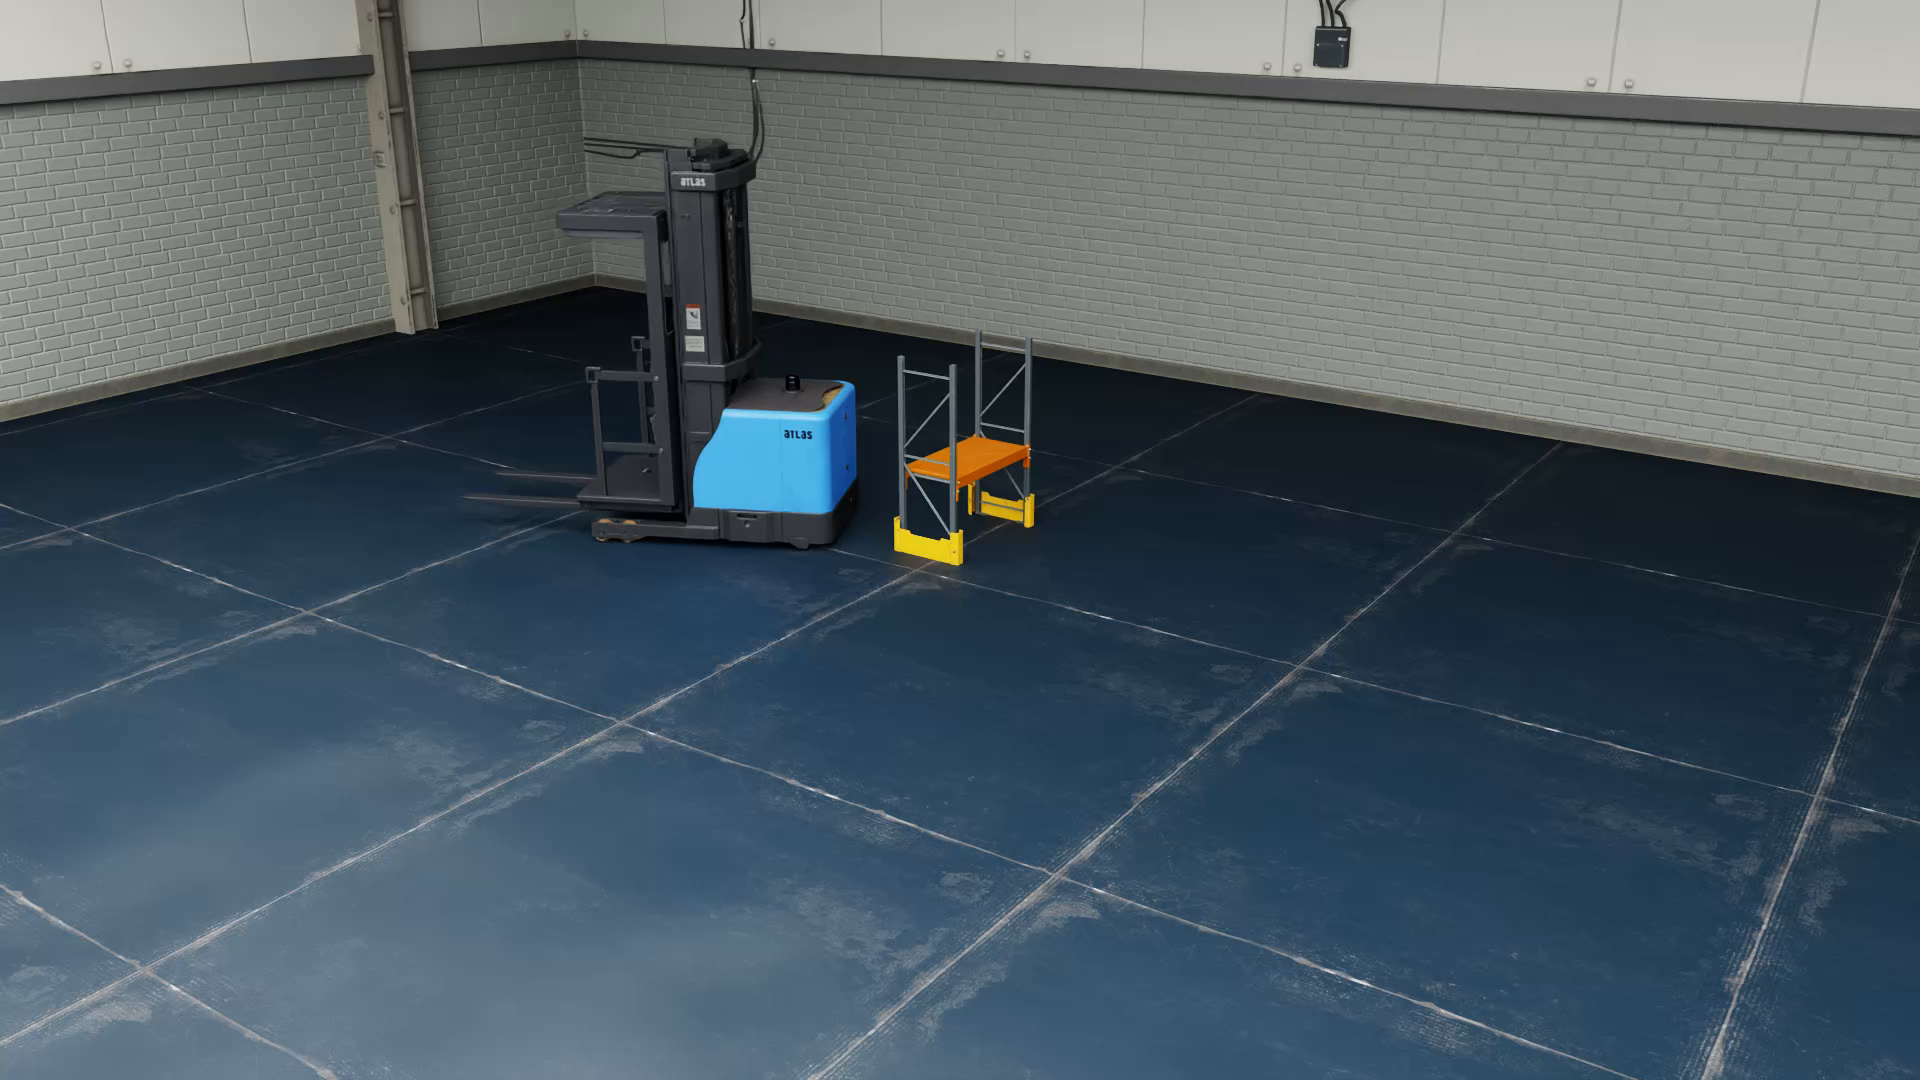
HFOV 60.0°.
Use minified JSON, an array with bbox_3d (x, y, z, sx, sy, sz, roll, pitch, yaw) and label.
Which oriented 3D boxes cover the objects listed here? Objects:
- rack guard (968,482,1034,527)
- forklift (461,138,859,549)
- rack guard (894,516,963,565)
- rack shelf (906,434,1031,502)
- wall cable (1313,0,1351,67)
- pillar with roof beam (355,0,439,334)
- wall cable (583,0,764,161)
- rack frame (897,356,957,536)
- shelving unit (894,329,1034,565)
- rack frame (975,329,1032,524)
[{"bbox_3d":[0.323,-0.282,13.167,0.587,0.250,0.087,13,24,32],"label":"rack guard"},{"bbox_3d":[-2.371,-1.532,12.683,3.031,2.935,1.130,3,21,9],"label":"forklift"},{"bbox_3d":[-0.237,0.004,12.394,0.587,0.250,0.087,13,24,32],"label":"rack guard"},{"bbox_3d":[0.048,-0.559,12.633,0.538,0.185,1.000,13,24,32],"label":"rack shelf"},{"bbox_3d":[4.251,-7.005,13.829,2.305,6.003,0.169,13,24,32],"label":"wall cable"},{"bbox_3d":[-2.781,-5.839,15.579,9.100,9.000,0.400,13,24,32],"label":"pillar with roof beam"},{"bbox_3d":[-3.591,-5.810,19.976,3.097,2.526,0.112,13,24,32],"label":"wall cable"},{"bbox_3d":[-0.238,-0.582,12.177,0.500,1.500,0.032,13,24,32],"label":"rack frame"},{"bbox_3d":[0.043,-0.725,12.564,0.587,1.500,1.083,13,24,32],"label":"shelving unit"},{"bbox_3d":[0.334,-0.874,12.965,0.500,1.500,0.032,13,24,32],"label":"rack frame"}]
